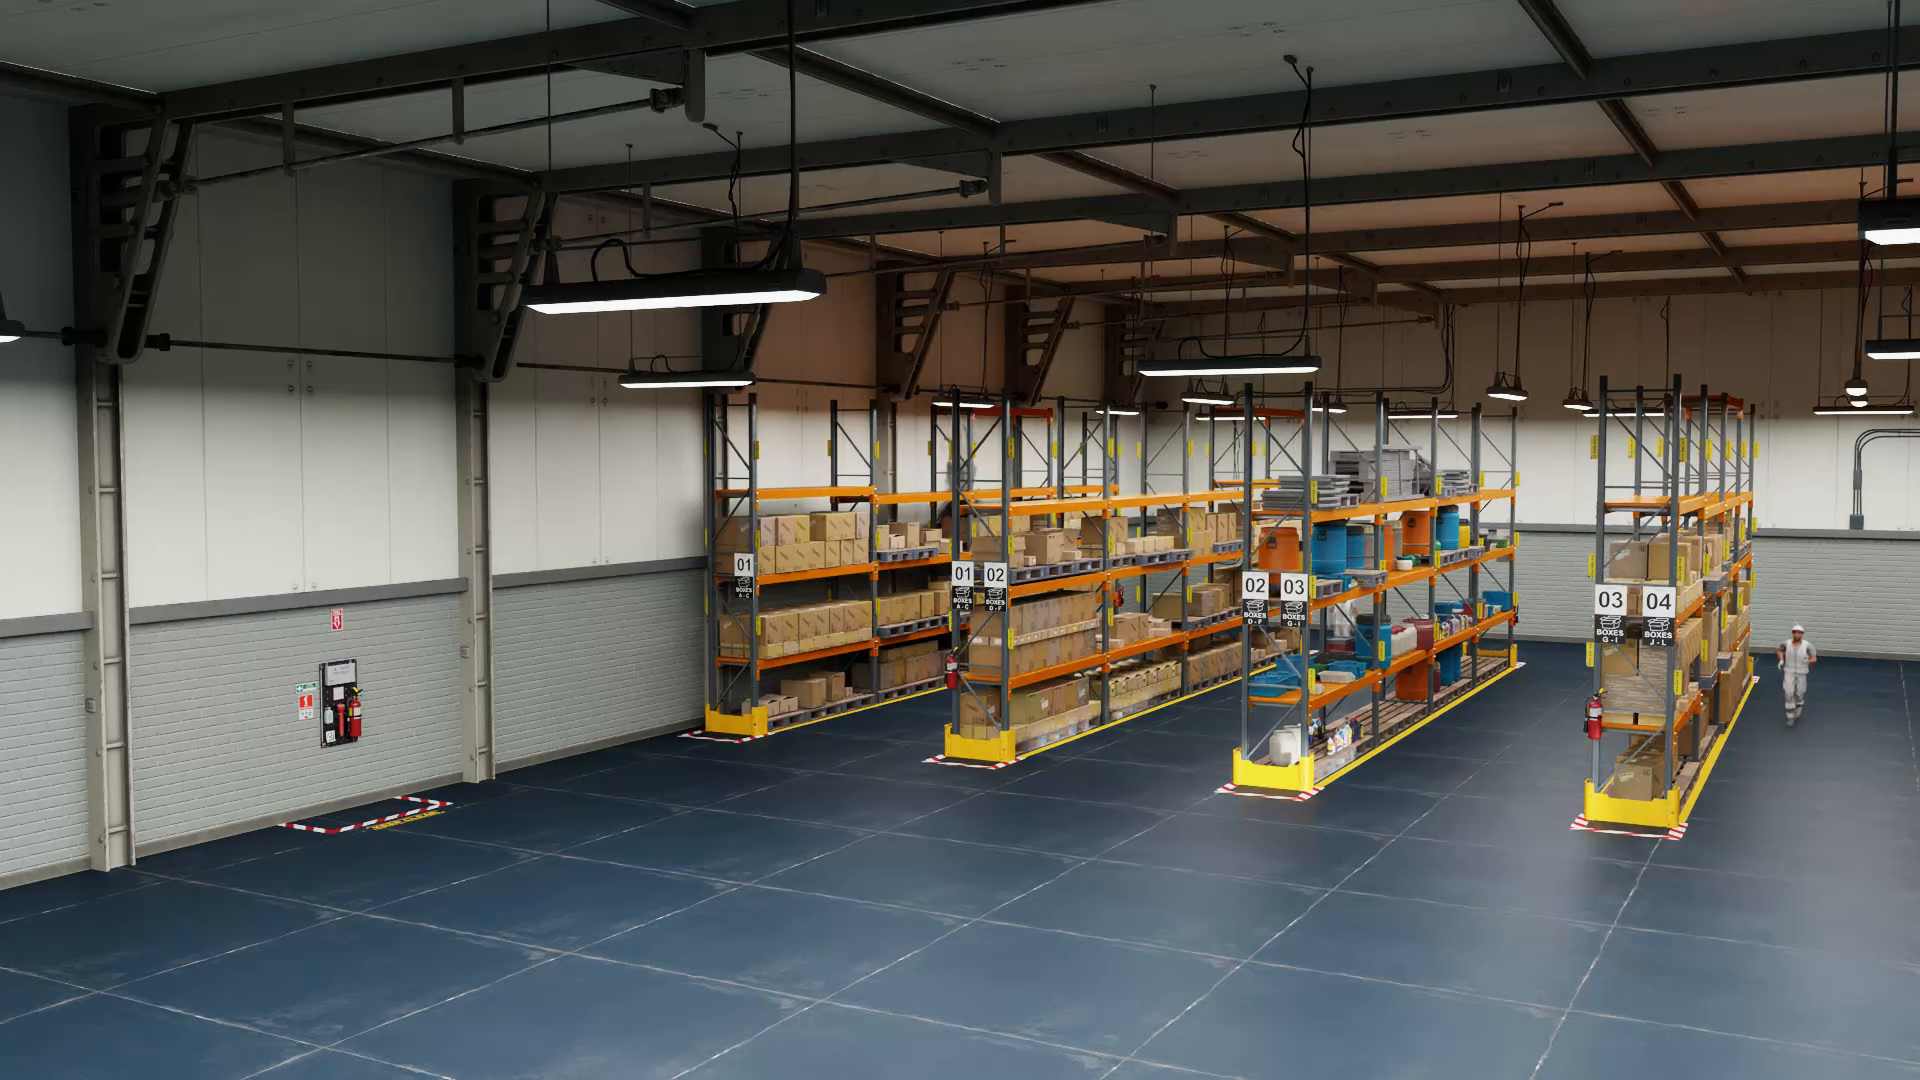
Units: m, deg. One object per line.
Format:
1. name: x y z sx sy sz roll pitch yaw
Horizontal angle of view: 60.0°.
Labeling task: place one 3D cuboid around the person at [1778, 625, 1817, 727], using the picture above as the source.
1. person: 15.244 2.453 30.308 0.650 1.803 0.983 2 4 29

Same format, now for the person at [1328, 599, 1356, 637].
1. person: 8.980 2.014 39.154 0.608 1.834 0.904 1 3 20
